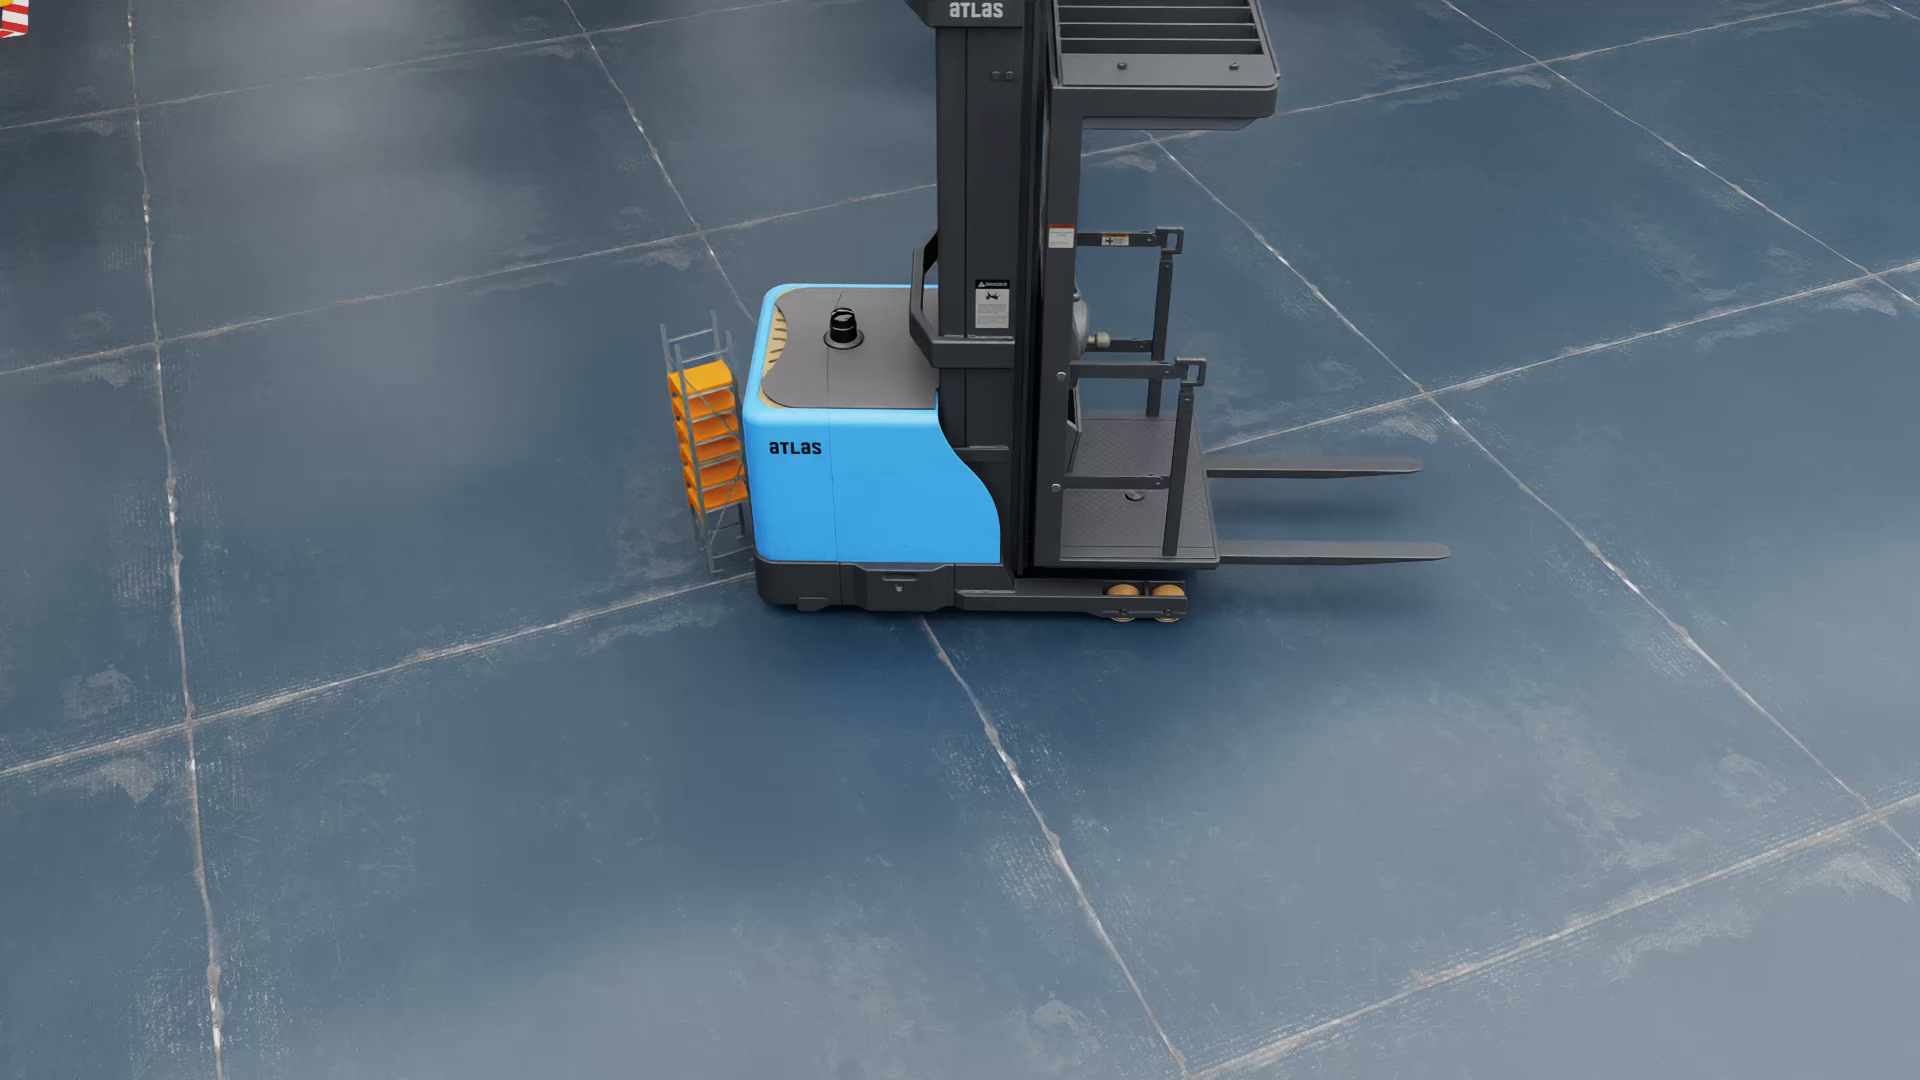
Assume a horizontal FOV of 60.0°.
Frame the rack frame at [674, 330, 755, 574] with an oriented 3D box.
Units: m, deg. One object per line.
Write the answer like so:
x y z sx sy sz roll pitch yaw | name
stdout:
-1.032 -0.354 7.145 0.240 1.200 0.006 -18 41 -19 | rack frame

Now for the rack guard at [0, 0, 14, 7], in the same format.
-7.583 -4.091 12.043 1.175 0.500 0.348 -15 43 -17 | rack guard

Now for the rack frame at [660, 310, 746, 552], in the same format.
-1.113 -0.454 7.275 0.240 1.200 0.006 -18 41 -19 | rack frame

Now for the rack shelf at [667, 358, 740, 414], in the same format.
-1.082 -0.650 7.013 0.258 0.103 0.180 -18 41 -19 | rack shelf

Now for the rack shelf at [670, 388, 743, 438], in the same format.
-1.078 -0.557 7.088 0.258 0.103 0.180 -18 41 -19 | rack shelf

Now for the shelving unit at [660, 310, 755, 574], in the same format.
-1.072 -0.404 7.210 0.258 1.200 0.189 -18 41 -19 | shelving unit

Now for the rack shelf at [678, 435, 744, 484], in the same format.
-1.071 -0.369 7.237 0.258 0.103 0.180 -18 41 -19 | rack shelf

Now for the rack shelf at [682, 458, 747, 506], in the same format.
-1.068 -0.275 7.312 0.258 0.103 0.180 -18 41 -19 | rack shelf

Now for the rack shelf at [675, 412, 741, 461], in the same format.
-1.075 -0.463 7.163 0.258 0.103 0.180 -18 41 -19 | rack shelf

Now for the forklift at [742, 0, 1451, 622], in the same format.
0.630 -1.105 6.706 3.031 2.935 1.130 1 41 1 | forklift

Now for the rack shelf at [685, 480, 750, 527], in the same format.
-1.064 -0.181 7.387 0.258 0.103 0.180 -18 41 -19 | rack shelf
